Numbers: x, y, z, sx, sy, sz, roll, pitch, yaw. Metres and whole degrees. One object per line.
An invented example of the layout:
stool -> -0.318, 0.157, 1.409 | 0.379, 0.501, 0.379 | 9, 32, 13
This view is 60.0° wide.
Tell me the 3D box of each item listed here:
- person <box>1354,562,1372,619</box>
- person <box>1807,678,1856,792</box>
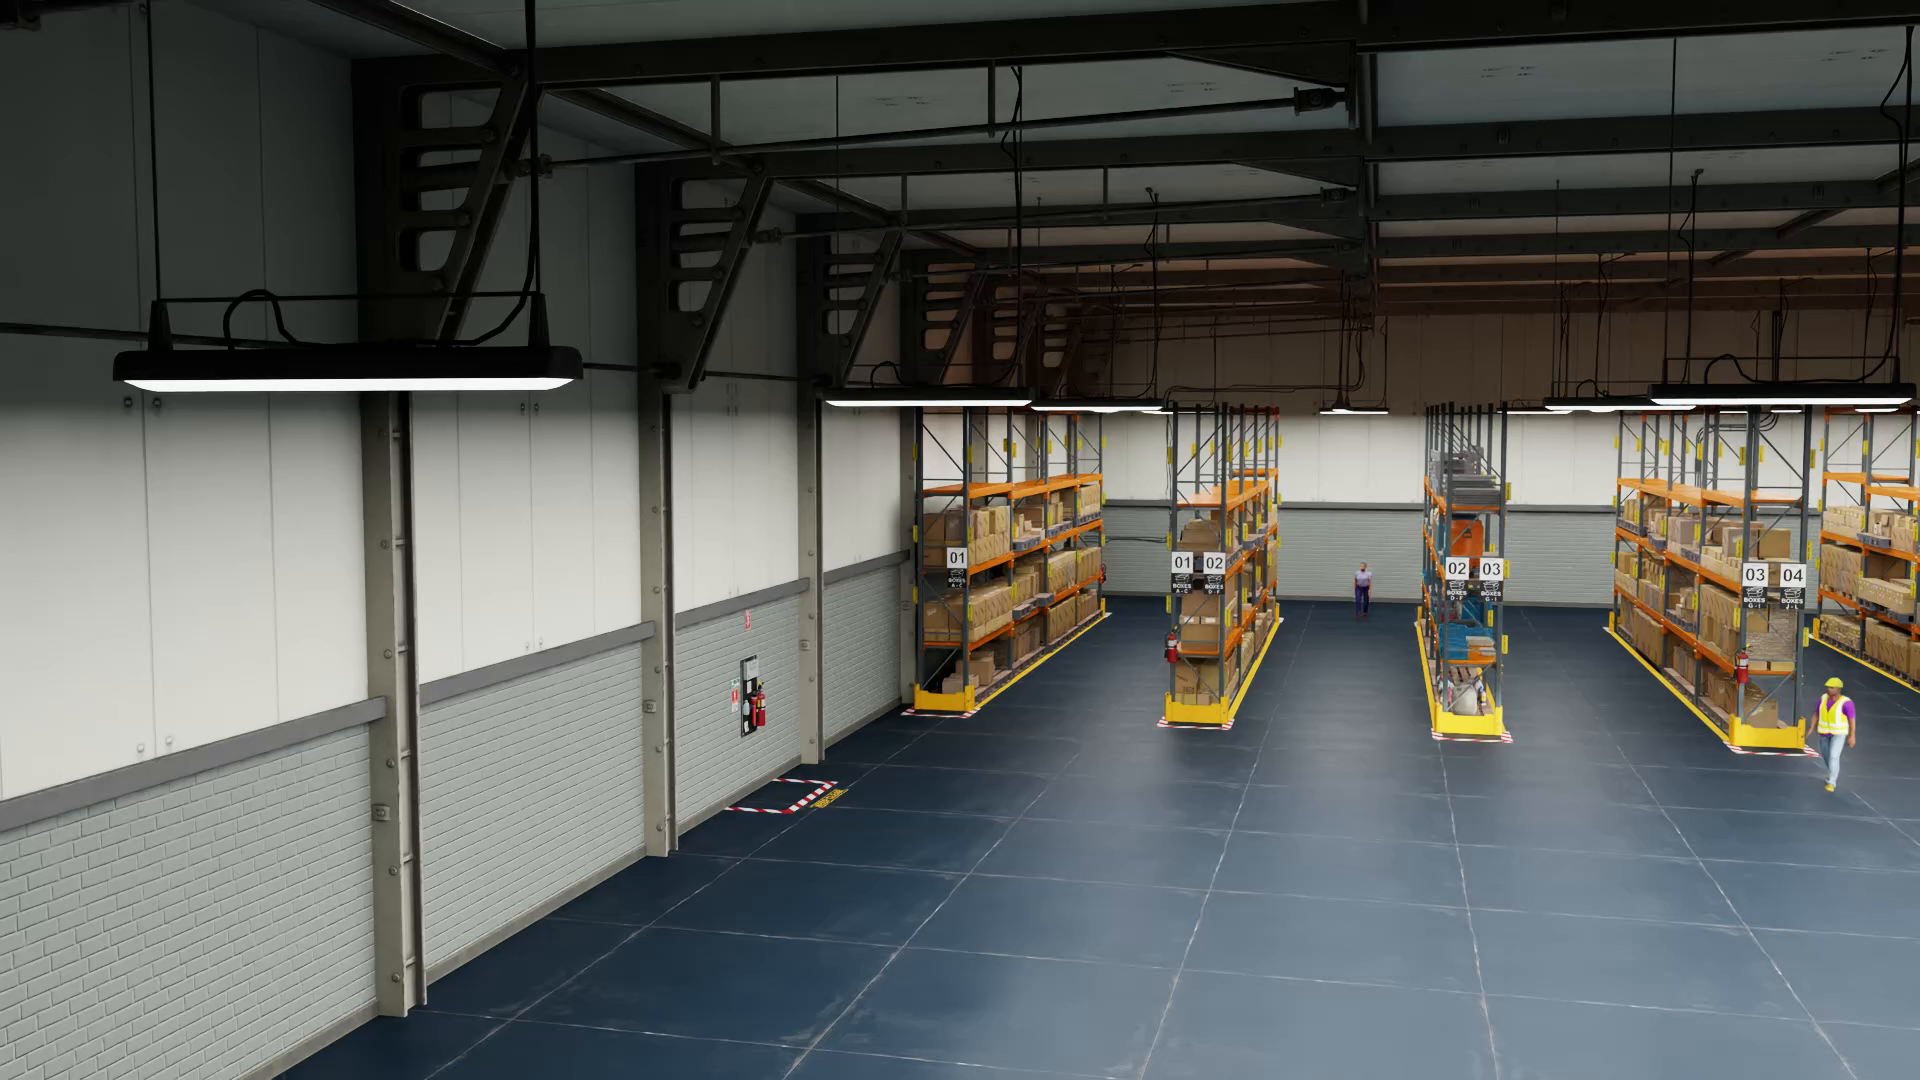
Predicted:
person -> 11.438, 1.419, 47.195 | 0.495, 1.585, 1.038 | 1, 4, 14
person -> 13.436, 2.963, 25.610 | 0.649, 1.716, 1.095 | 4, 6, 43
